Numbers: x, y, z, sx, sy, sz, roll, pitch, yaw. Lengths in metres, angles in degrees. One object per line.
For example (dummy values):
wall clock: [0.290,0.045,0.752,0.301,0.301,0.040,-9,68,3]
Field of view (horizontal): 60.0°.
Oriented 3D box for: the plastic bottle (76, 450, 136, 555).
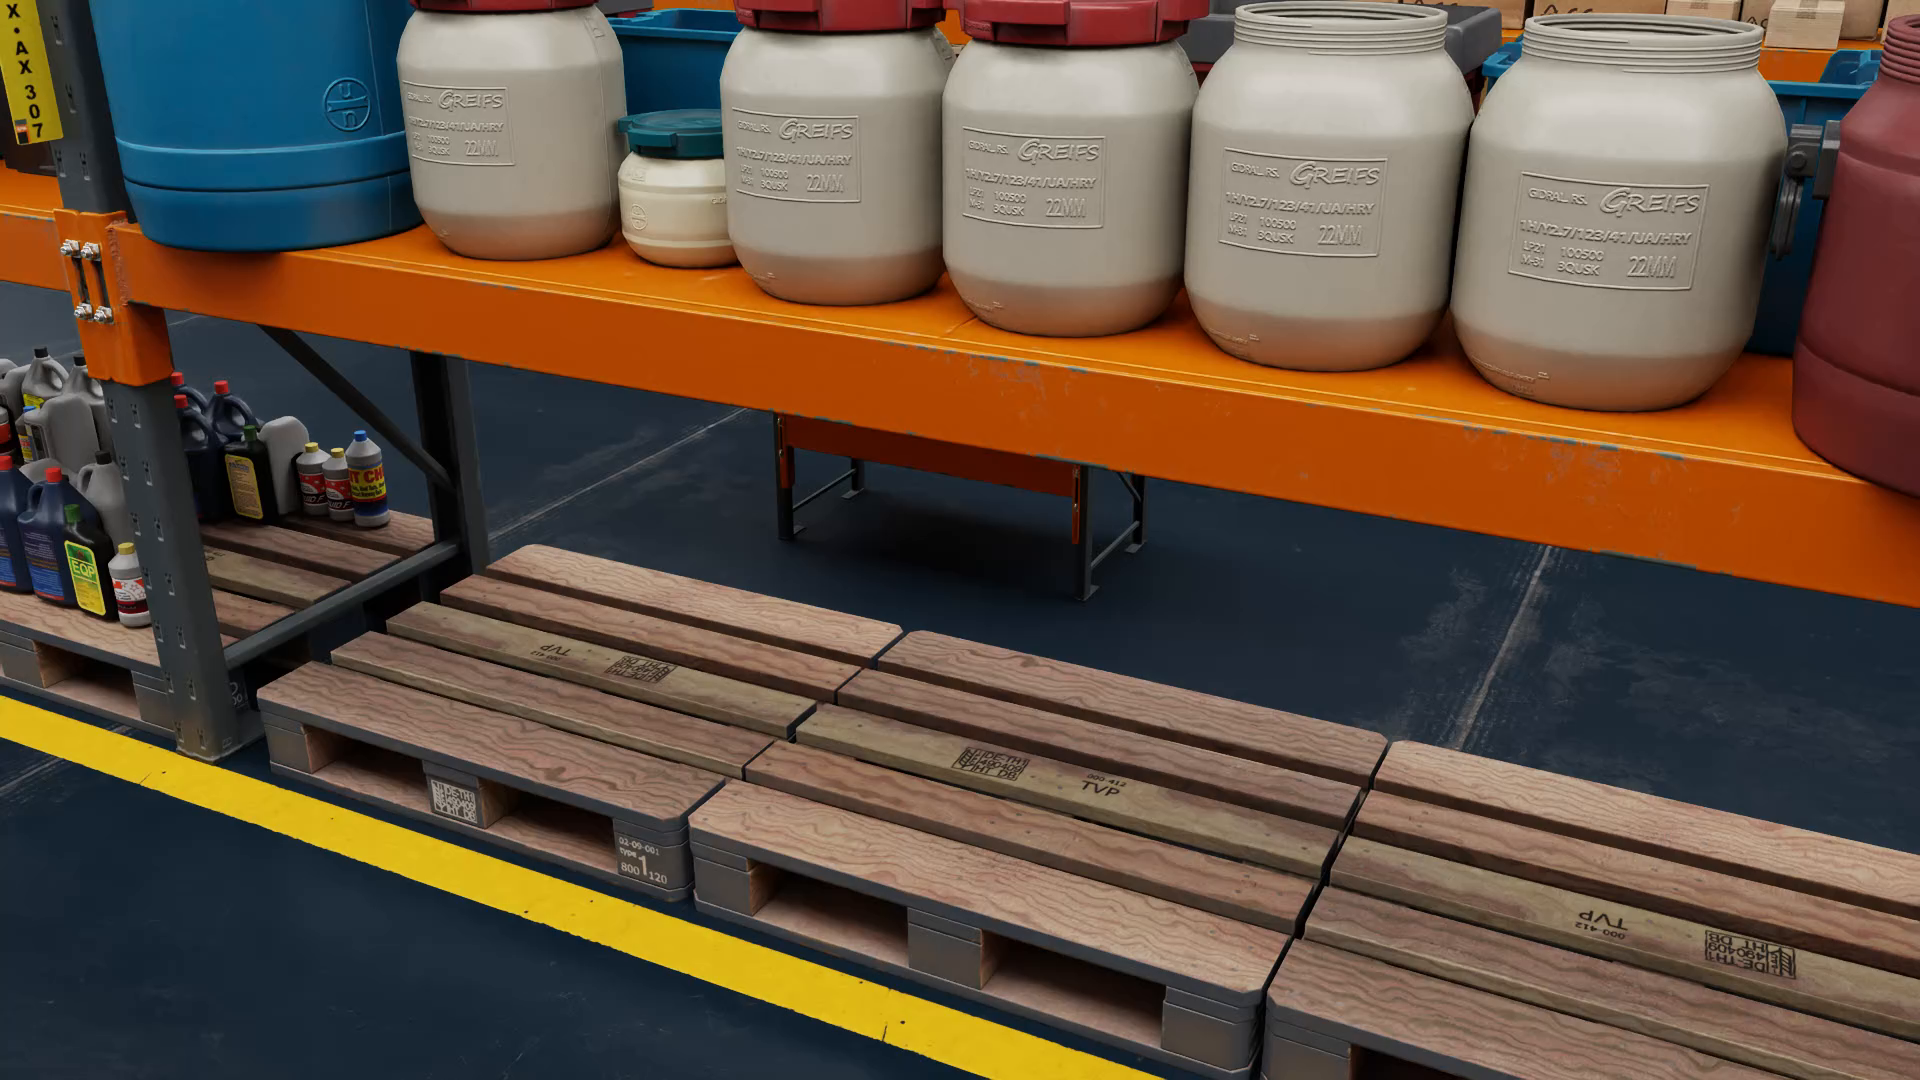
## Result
plastic bottle: [-2.254,-0.071,4.407,0.185,0.351,0.144,11,25,25]

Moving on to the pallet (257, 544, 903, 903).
pallet: [-0.896,0.384,4.077,1.213,0.211,1.003,11,25,25]

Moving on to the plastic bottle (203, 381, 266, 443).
plastic bottle: [-2.147,-0.295,4.934,0.185,0.351,0.144,12,26,26]

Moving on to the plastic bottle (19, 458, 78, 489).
plastic bottle: [-2.446,-0.076,4.515,0.135,0.276,0.152,11,25,25]

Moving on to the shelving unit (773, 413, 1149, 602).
shelving unit: [0.006,-0.516,5.027,1.048,1.125,0.538,11,25,25]

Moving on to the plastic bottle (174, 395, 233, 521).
plastic bottle: [-2.212,-0.245,4.816,0.185,0.351,0.144,11,25,25]

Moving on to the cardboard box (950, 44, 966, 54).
cardboard box: [-0.137,-4.002,13.702,0.500,0.311,0.500,8,24,19]

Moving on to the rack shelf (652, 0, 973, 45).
rack shelf: [-1.161,-2.776,8.863,4.000,0.370,1.077,11,25,25]

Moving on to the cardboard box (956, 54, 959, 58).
cardboard box: [-0.098,-2.303,8.852,0.500,0.500,0.500,11,25,25]

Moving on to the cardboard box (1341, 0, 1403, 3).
cardboard box: [1.772,-2.565,7.321,0.500,0.500,0.500,13,26,28]

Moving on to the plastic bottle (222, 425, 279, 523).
plastic bottle: [-2.049,-0.196,4.788,0.133,0.283,0.061,11,25,25]

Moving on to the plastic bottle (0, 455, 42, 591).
plastic bottle: [-2.490,-0.055,4.368,0.185,0.351,0.144,10,25,22]

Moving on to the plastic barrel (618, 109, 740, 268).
plastic barrel: [-0.502,-0.673,3.177,0.301,0.262,0.301,0,23,0]

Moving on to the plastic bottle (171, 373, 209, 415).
plastic bottle: [-2.316,-0.329,5.012,0.185,0.351,0.144,10,25,22]

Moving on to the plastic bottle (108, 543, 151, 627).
plastic bottle: [-2.078,0.106,4.182,0.097,0.201,0.097,0,23,0]

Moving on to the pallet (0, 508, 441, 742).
pallet: [-2.195,0.126,4.684,1.213,0.211,1.003,11,25,25]

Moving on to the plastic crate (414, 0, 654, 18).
plastic crate: [-1.044,-1.075,3.863,0.583,0.464,0.402,11,25,25]

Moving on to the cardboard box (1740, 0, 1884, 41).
cardboard box: [3.483,-2.232,6.779,0.500,0.311,0.500,11,25,24]

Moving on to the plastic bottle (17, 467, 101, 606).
plastic bottle: [-2.319,-0.021,4.289,0.185,0.351,0.144,10,25,23]

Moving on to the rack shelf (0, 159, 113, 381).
rack shelf: [-3.399,-1.046,4.797,4.000,0.370,1.077,11,25,25]

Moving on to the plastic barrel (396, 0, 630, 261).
plastic barrel: [-0.859,-0.841,3.222,0.433,0.535,0.433,0,23,0]

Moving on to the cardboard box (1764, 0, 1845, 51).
cardboard box: [3.267,-1.994,6.427,0.250,0.149,0.380,11,25,25]

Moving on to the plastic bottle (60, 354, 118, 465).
plastic bottle: [-2.695,-0.404,5.189,0.185,0.351,0.144,11,25,24]

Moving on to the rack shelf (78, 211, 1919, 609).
rack shelf: [0.171,-0.340,3.136,4.000,0.370,1.077,11,25,25]

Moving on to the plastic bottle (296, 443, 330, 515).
plastic bottle: [-1.882,-0.184,4.864,0.097,0.201,0.097,0,23,0]

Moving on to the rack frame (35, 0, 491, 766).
rack frame: [-1.614,-1.024,3.826,0.127,3.000,1.000,11,25,25]

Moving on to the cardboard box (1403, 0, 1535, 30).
cardboard box: [2.219,-2.477,7.113,0.500,0.500,0.500,11,25,25]

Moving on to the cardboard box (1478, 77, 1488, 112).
cardboard box: [4.004,-3.339,11.900,0.500,0.500,0.700,11,25,24]

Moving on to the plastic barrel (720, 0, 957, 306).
plastic barrel: [-0.204,-0.712,2.917,0.433,0.535,0.433,0,23,0]

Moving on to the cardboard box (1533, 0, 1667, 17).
cardboard box: [2.689,-2.384,6.895,0.500,0.500,0.500,10,25,22]

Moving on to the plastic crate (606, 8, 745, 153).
plastic crate: [-0.489,-0.931,3.626,0.575,0.384,0.392,11,25,25]

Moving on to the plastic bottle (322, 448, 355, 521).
plastic bottle: [-1.791,-0.166,4.822,0.097,0.201,0.097,0,23,0]

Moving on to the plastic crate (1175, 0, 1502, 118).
plastic crate: [0.652,-0.740,3.075,0.583,0.464,0.402,11,25,25]

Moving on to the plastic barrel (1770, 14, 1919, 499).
plastic barrel: [1.405,-0.357,2.082,0.708,0.536,0.600,11,25,25]

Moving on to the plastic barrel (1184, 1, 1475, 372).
plastic barrel: [0.565,-0.551,2.570,0.421,0.512,0.421,0,23,0]

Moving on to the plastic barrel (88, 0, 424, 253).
plastic barrel: [-1.406,-1.081,3.318,0.708,0.901,0.600,11,25,25]

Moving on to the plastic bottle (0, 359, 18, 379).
plastic bottle: [-3.134,-0.454,5.404,0.135,0.276,0.152,11,26,25]

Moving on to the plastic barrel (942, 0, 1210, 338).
plastic barrel: [0.182,-0.635,2.737,0.433,0.535,0.433,0,23,0]

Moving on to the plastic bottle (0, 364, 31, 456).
plastic bottle: [-3.011,-0.430,5.346,0.135,0.276,0.152,10,25,23]

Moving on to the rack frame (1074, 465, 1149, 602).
rack frame: [0.460,-0.427,4.816,0.032,1.125,0.500,11,25,25]

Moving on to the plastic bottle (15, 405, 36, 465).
plastic bottle: [-2.876,-0.318,5.178,0.097,0.201,0.097,0,23,0]

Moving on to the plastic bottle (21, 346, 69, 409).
plastic bottle: [-2.861,-0.436,5.266,0.185,0.351,0.144,12,26,27]

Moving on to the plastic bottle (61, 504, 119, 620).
plastic bottle: [-2.192,0.054,4.200,0.133,0.283,0.061,13,26,27]

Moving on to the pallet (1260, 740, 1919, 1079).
pallet: [1.282,0.815,3.064,1.213,0.211,1.003,11,25,25]

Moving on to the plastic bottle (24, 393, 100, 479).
plastic bottle: [-2.739,-0.313,5.071,0.135,0.276,0.152,11,25,25]

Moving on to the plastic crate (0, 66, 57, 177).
plastic crate: [-2.024,-1.133,4.160,0.504,0.338,0.767,11,25,25]

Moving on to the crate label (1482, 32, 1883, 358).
crate label: [1.191,-0.604,2.793,0.616,0.435,0.502,11,25,25]

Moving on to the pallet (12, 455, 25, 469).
pallet: [-3.287,-0.089,5.190,1.213,0.211,1.003,11,25,25]

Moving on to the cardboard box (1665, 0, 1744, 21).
cardboard box: [3.030,-2.137,6.764,0.250,0.149,0.380,13,26,28]

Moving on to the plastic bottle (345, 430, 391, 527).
plastic bottle: [-1.701,-0.181,4.766,0.097,0.271,0.097,0,23,0]

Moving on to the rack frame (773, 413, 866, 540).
rack frame: [-0.448,-0.606,5.238,0.032,1.125,0.500,11,25,25]

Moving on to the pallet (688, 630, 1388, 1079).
pallet: [0.197,0.599,3.572,1.213,0.211,1.003,11,25,25]

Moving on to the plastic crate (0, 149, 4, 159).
plastic crate: [-2.724,-1.056,4.091,0.616,0.251,0.499,11,25,25]

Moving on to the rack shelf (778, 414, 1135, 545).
rack shelf: [0.006,-0.291,5.123,1.000,0.278,0.538,11,25,25]

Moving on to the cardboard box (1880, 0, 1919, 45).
cardboard box: [3.889,-2.086,6.436,0.500,0.311,0.500,13,26,28]

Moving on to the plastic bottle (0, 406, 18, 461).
plastic bottle: [-3.050,-0.349,5.251,0.097,0.201,0.097,0,23,0]

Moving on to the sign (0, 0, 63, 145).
sign: [-1.872,-0.961,3.324,0.005,0.325,0.100,11,25,25]

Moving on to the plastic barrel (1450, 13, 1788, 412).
plastic barrel: [0.941,-0.476,2.395,0.421,0.512,0.421,0,23,0]

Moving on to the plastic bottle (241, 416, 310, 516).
plastic bottle: [-2.002,-0.230,4.877,0.135,0.276,0.152,12,26,26]

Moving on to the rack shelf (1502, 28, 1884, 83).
rack shelf: [2.409,-2.069,7.202,4.000,0.370,1.077,11,25,25]
